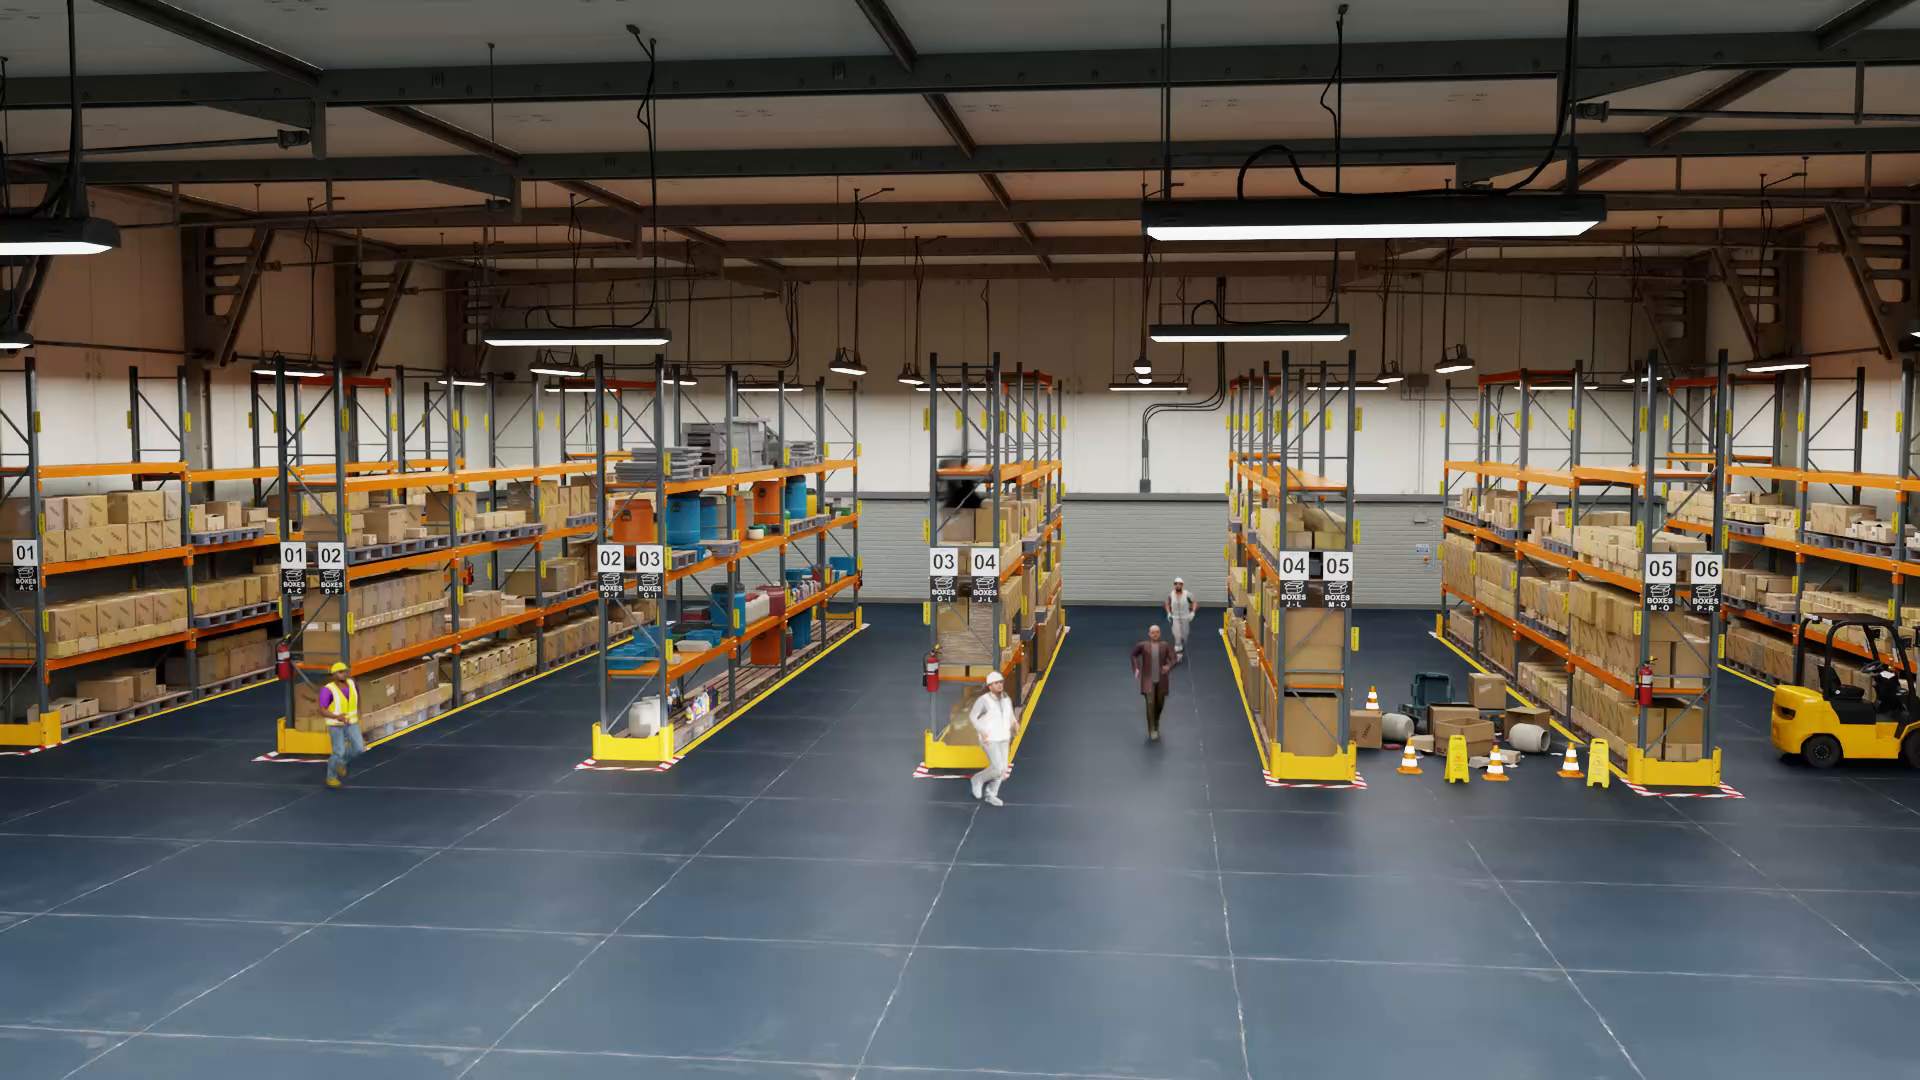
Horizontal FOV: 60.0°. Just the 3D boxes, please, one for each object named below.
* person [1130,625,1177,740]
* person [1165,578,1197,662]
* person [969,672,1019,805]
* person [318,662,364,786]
[{"bbox_3d":[3.084,2.228,26.440,0.728,1.761,1.034,0,4,0],"label":"person"},{"bbox_3d":[4.632,1.665,34.881,0.665,1.763,0.665,1,4,13],"label":"person"},{"bbox_3d":[0.480,2.599,21.790,0.652,1.744,0.610,-3,5,-39],"label":"person"},{"bbox_3d":[-8.455,2.526,22.849,0.684,1.719,0.729,3,5,39],"label":"person"}]
